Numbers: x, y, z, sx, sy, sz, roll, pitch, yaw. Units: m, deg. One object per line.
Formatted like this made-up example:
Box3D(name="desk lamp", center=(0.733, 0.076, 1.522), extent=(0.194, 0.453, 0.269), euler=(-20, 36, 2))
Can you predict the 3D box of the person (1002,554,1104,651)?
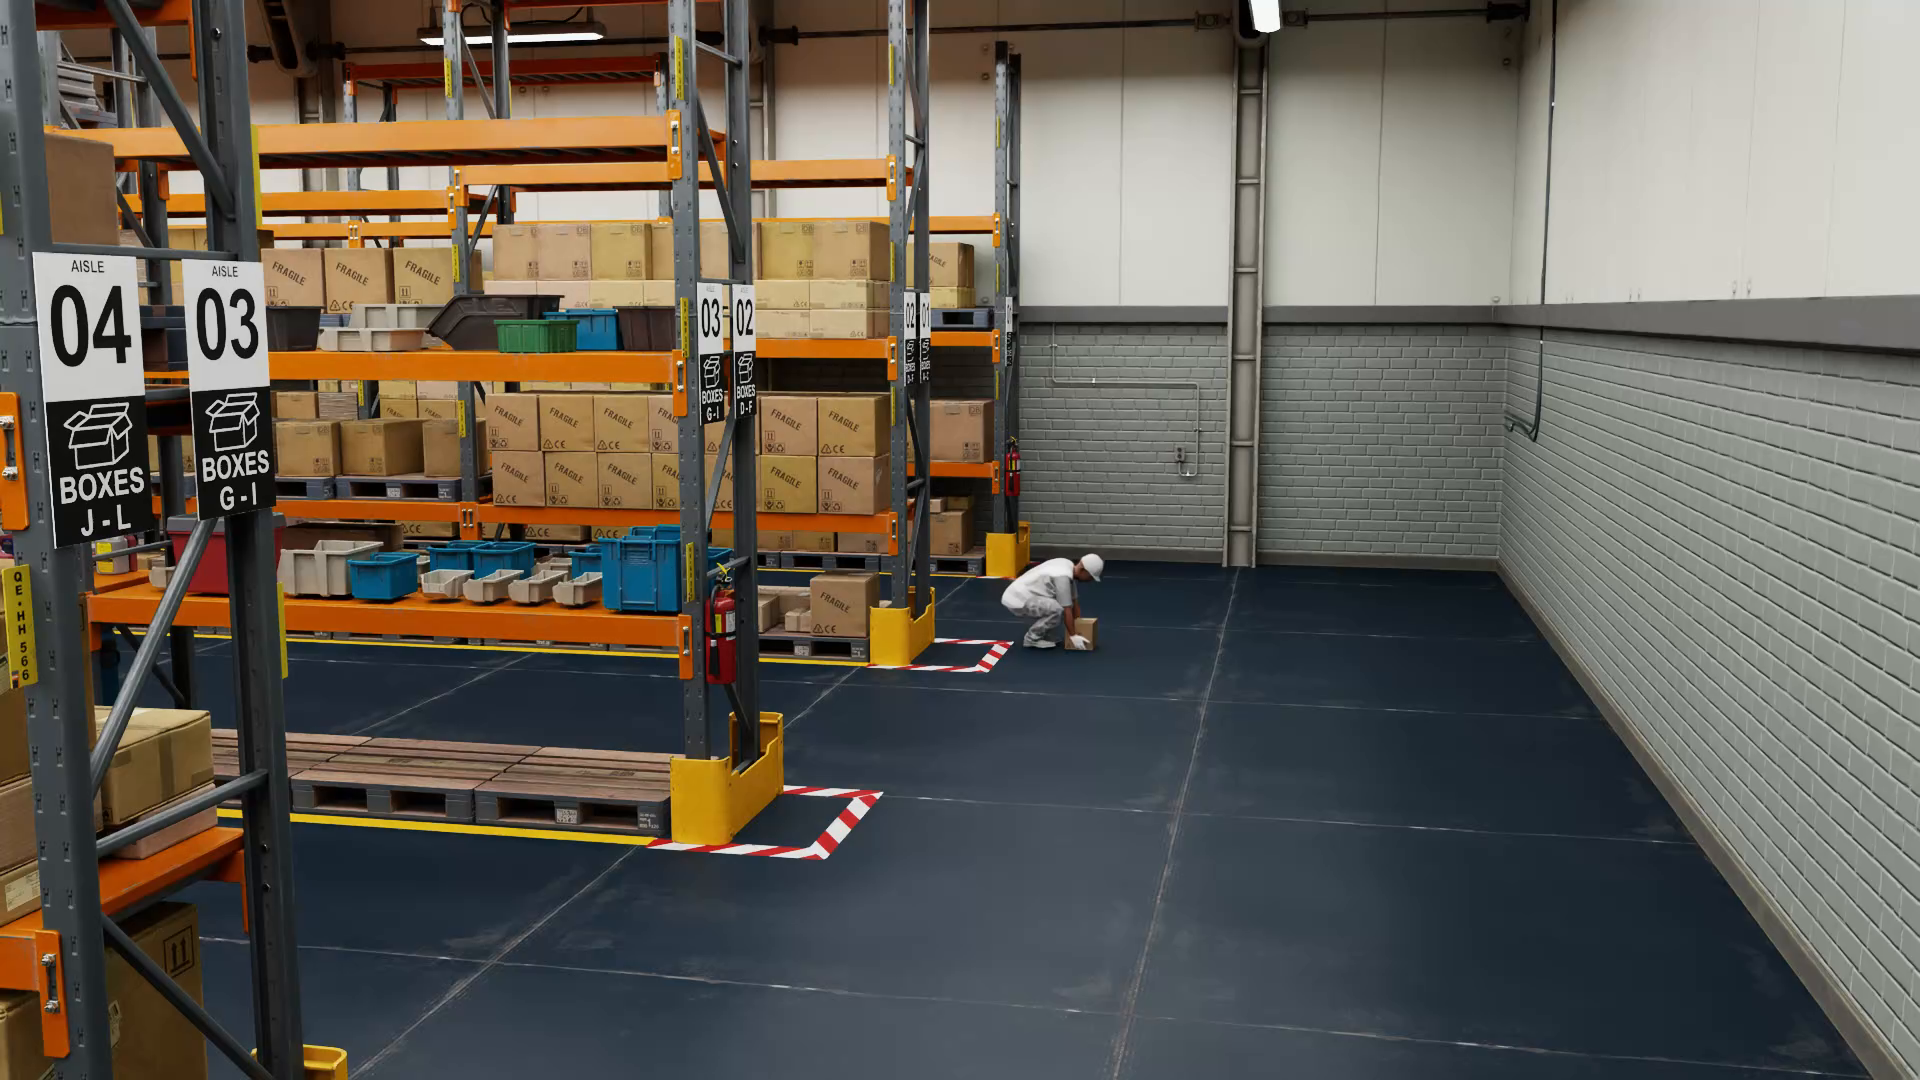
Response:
Box3D(name="person", center=(0.853, 0.564, 15.198), extent=(0.906, 0.897, 0.573), euler=(2, 8, 16))
